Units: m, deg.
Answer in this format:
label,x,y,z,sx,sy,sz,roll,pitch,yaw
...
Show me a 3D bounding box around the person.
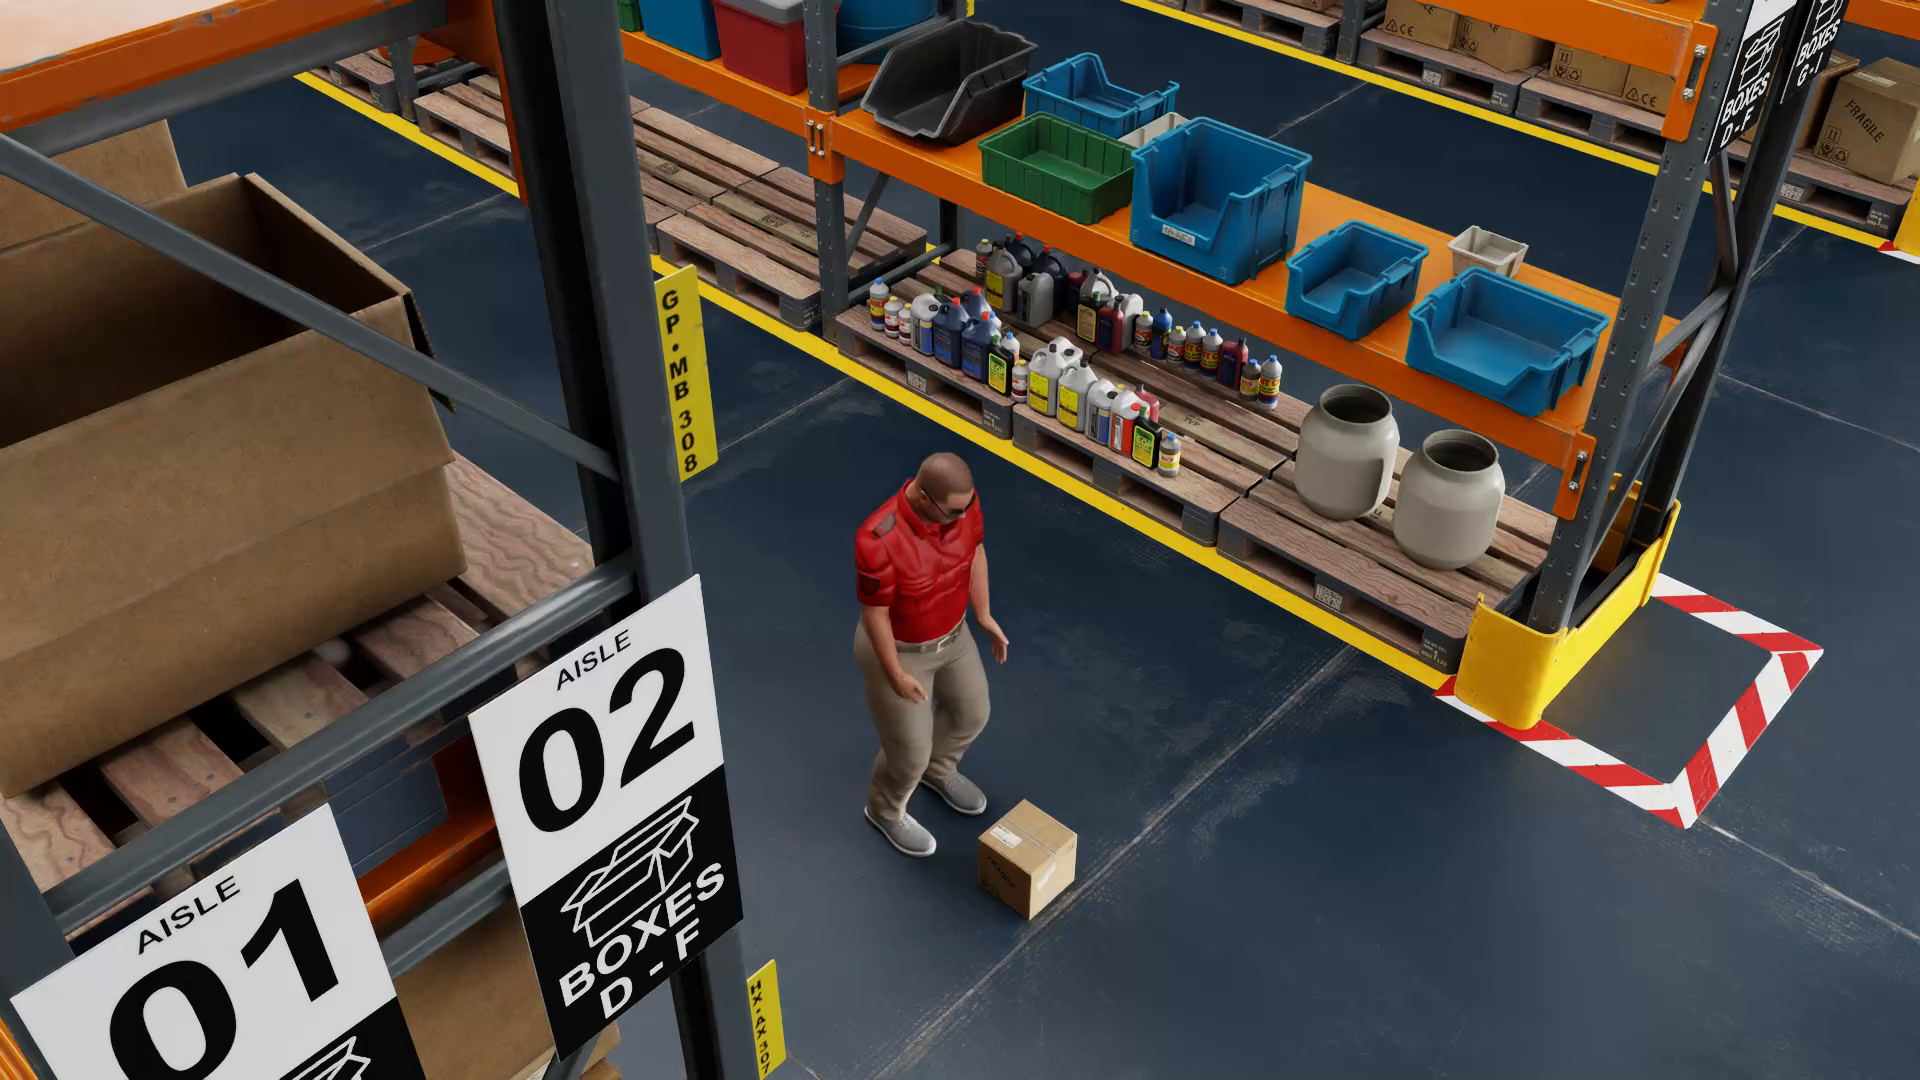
label,x,y,z,sx,sy,sz,roll,pitch,yaw
person,-0.117,0.357,5.772,0.410,1.687,0.553,31,48,33
